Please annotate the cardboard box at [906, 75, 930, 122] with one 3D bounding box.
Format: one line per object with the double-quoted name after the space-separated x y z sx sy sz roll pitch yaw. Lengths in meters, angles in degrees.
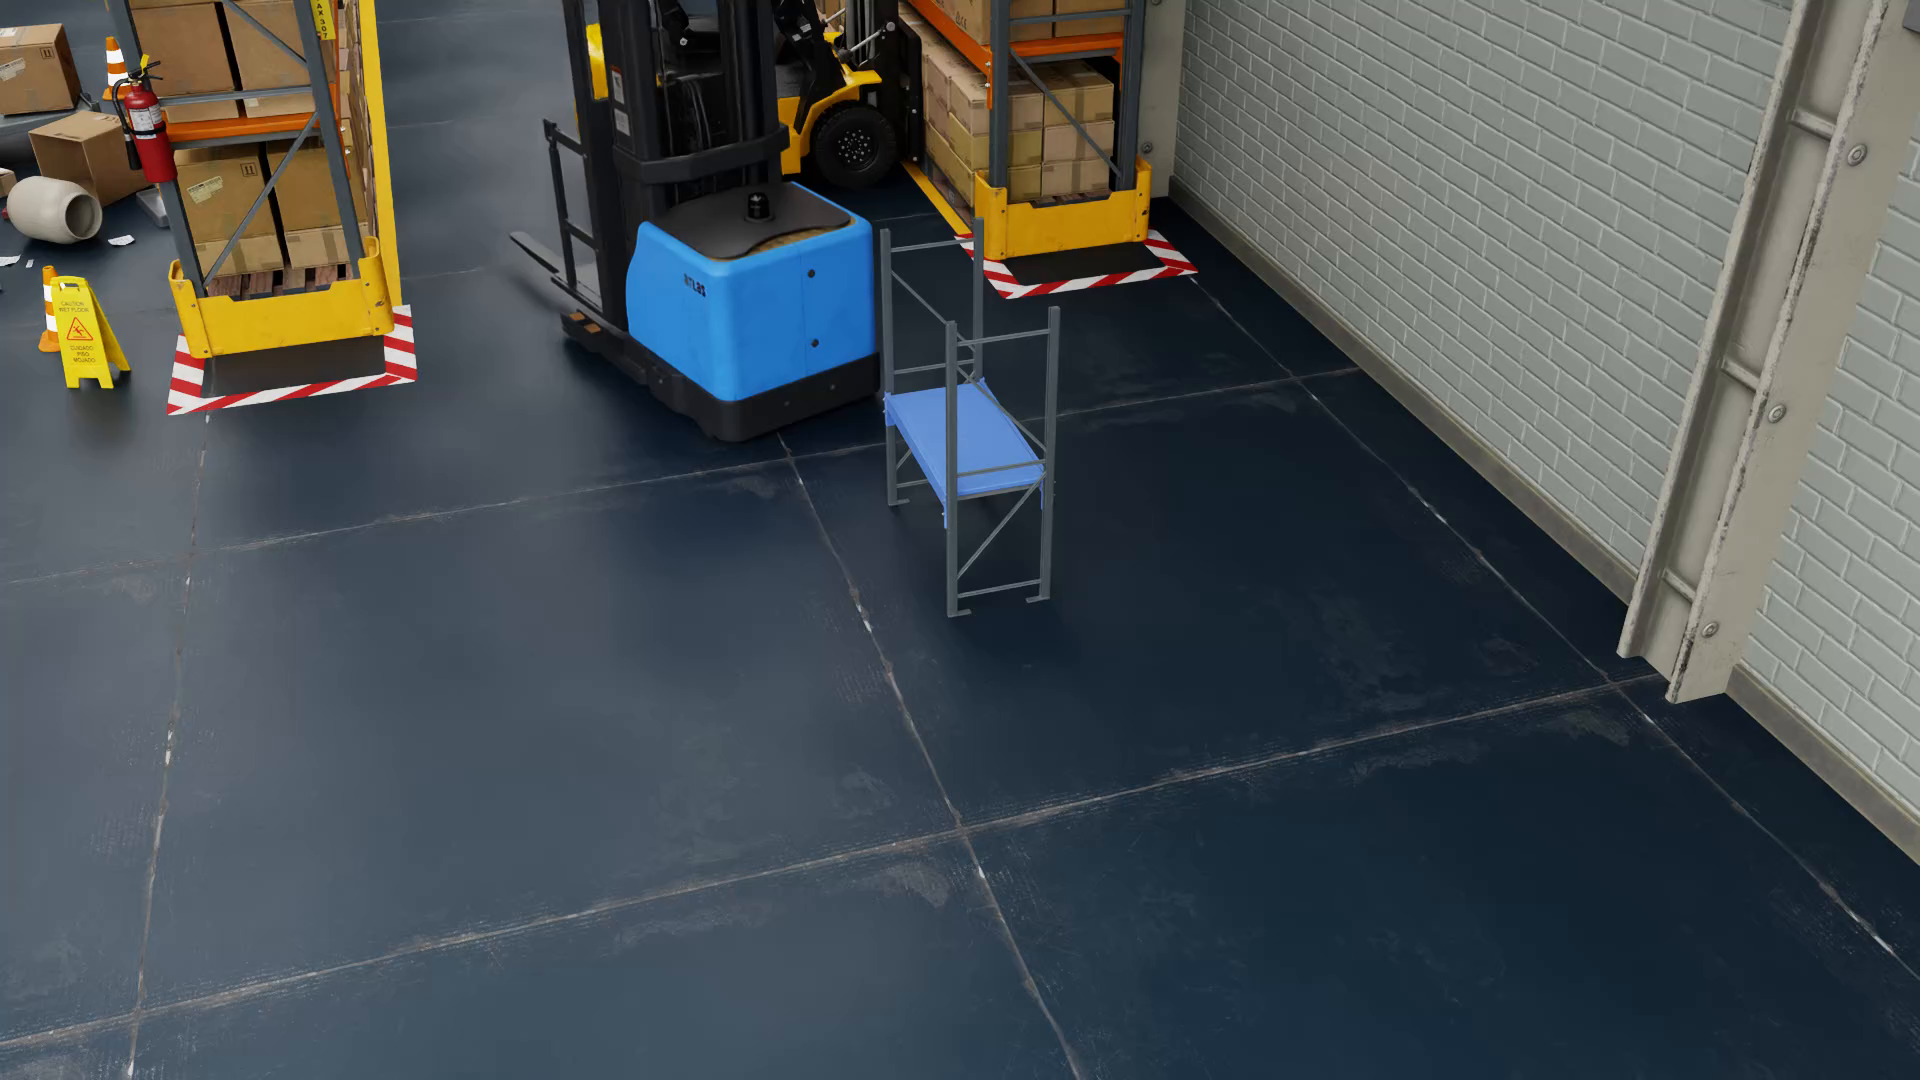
-0.082 -3.278 12.150 0.500 0.250 0.500 -11 35 -16 "cardboard box"

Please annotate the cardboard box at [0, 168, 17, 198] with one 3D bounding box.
-7.057 -2.640 12.004 0.396 0.266 0.258 19 38 26 "cardboard box"

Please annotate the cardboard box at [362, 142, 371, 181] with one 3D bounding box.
-4.351 -2.521 11.457 0.500 0.250 0.500 -8 34 -12 "cardboard box"

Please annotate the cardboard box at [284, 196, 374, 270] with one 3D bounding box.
-4.024 -1.967 10.619 0.500 0.250 0.500 -10 35 -15 "cardboard box"

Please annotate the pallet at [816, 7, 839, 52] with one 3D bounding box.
-0.798 -4.623 15.054 1.003 0.211 1.213 -10 35 -15 "pallet"

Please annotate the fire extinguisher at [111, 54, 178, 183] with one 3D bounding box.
-4.445 -2.299 9.079 0.296 0.674 0.183 -10 35 -15 "fire extinguisher"

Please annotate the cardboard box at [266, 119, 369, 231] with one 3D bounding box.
-4.032 -2.292 10.431 0.500 0.500 0.500 -11 35 -16 "cardboard box"

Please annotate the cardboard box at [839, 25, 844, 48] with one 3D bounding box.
-0.703 -4.124 13.884 0.500 0.250 0.500 -10 35 -14 "cardboard box"

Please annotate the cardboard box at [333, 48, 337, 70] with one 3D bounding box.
-4.076 -3.002 10.299 0.380 0.149 0.250 -9 35 -14 "cardboard box"

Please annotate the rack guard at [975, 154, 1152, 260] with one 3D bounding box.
0.692 -2.250 11.202 1.175 0.500 0.348 -10 35 -15 "rack guard"

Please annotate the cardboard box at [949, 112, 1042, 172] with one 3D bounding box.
0.238 -2.745 11.344 0.500 0.250 0.500 -10 35 -15 "cardboard box"

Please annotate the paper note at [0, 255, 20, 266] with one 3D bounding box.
-6.342 -1.858 11.045 0.148 0.019 0.142 1 33 2 "paper note"

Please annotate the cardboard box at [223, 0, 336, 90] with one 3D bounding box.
-3.922 -2.930 9.603 0.500 0.500 0.500 -11 35 -15 "cardboard box"

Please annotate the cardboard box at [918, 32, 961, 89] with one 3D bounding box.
-0.078 -3.471 11.988 0.500 0.250 0.500 -10 35 -14 "cardboard box"

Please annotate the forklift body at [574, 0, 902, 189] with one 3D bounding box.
-1.631 -3.640 11.808 2.313 2.155 1.214 -10 35 -15 "forklift body"

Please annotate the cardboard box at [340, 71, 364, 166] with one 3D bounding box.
-4.341 -2.831 11.246 0.500 0.500 0.500 -9 35 -14 "cardboard box"

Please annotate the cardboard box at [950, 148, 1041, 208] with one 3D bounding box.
0.240 -2.527 11.467 0.500 0.250 0.500 -10 35 -14 "cardboard box"

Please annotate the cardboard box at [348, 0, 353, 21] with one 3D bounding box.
-5.860 -4.665 14.591 0.950 0.372 0.625 -9 34 -13 "cardboard box"

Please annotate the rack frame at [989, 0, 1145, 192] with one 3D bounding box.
0.684 -3.306 10.532 1.000 3.000 0.127 -10 35 -15 "rack frame"

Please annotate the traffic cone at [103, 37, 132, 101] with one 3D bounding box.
-6.973 -3.926 13.772 0.336 0.463 0.334 -10 35 -15 "traffic cone"

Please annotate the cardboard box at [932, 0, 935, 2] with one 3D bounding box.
-0.022 -4.105 11.650 0.500 0.500 0.500 -11 35 -16 "cardboard box"

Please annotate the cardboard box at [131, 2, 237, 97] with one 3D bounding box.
-4.469 -2.874 9.517 0.500 0.500 0.500 -11 35 -16 "cardboard box"

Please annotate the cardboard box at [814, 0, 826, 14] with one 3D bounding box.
-0.935 -5.271 15.279 0.875 0.625 0.625 -10 35 -15 "cardboard box"

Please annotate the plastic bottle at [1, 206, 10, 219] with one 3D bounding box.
-6.654 -2.350 11.751 0.133 0.061 0.283 -4 34 -6 "plastic bottle"

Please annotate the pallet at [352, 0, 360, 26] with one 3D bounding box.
-6.245 -5.095 15.770 1.003 0.211 1.213 -10 35 -15 "pallet"

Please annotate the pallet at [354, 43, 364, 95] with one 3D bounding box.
-5.501 -3.814 13.831 1.003 0.211 1.213 -10 35 -15 "pallet"

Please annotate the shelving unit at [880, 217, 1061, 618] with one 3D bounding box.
0.026 -0.581 7.769 0.538 1.500 1.048 -10 35 -15 "shelving unit"

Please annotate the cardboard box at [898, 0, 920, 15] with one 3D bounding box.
-0.378 -4.015 12.811 0.500 0.250 0.500 -9 34 -13 "cardboard box"

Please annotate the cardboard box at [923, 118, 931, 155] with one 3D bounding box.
-0.046 -3.054 12.264 0.500 0.250 0.500 -10 35 -14 "cardboard box"

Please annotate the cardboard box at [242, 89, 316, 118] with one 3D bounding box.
-3.948 -2.577 9.658 0.380 0.149 0.250 -10 35 -15 "cardboard box"

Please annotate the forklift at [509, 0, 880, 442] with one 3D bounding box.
-1.755 -2.499 9.374 1.130 2.935 3.031 -23 40 -31 "forklift"

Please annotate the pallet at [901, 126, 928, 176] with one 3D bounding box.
0.043 -3.176 12.865 1.003 0.211 1.213 -10 35 -15 "pallet"

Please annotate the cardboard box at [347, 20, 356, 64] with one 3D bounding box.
-5.424 -3.923 13.469 0.950 0.372 0.625 -10 35 -14 "cardboard box"

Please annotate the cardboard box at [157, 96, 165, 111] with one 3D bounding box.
-4.542 -2.639 9.751 0.380 0.149 0.250 -10 35 -15 "cardboard box"

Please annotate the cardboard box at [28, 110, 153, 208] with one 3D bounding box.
-6.231 -2.736 11.935 0.500 0.500 0.500 13 36 18 "cardboard box"

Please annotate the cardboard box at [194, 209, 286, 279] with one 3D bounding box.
-4.552 -1.889 10.501 0.500 0.250 0.500 -10 35 -15 "cardboard box"

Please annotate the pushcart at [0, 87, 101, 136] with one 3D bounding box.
-7.418 -3.066 12.547 1.648 0.377 0.936 -23 40 -31 "pushcart"

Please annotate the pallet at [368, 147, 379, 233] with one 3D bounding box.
-4.647 -2.417 11.717 1.003 0.211 1.213 -10 35 -15 "pallet"

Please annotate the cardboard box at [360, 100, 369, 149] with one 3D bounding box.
-4.653 -3.054 12.264 0.500 0.250 0.500 -11 35 -16 "cardboard box"

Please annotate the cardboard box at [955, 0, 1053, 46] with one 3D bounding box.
0.284 -3.562 10.829 0.500 0.500 0.500 -11 35 -16 "cardboard box"

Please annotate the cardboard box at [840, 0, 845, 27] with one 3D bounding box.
-0.682 -4.337 13.752 0.500 0.250 0.500 -10 35 -15 "cardboard box"

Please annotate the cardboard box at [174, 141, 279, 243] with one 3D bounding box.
-4.534 -2.187 10.271 0.500 0.500 0.500 -10 35 -14 "cardboard box"

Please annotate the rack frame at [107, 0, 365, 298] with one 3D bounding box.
-4.042 -2.469 9.266 1.000 3.000 0.127 -10 35 -15 "rack frame"

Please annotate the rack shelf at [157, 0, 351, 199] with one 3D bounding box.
-4.652 -3.219 11.053 1.077 0.370 4.000 -10 35 -15 "rack shelf"

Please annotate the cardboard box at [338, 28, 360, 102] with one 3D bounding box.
-4.669 -3.378 12.074 0.500 0.500 0.500 -9 35 -14 "cardboard box"

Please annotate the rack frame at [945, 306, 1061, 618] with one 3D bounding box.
0.181 -0.314 7.365 0.500 1.500 0.032 -10 35 -15 "rack frame"

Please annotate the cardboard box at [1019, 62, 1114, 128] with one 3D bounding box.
0.718 -3.035 11.329 0.500 0.250 0.500 -11 35 -15 "cardboard box"

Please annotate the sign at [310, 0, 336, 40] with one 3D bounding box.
-3.525 -2.922 9.165 0.100 0.325 0.005 -10 35 -15 "sign"

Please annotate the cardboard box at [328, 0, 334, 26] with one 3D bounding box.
-4.240 -3.469 10.418 0.500 0.500 0.500 -11 35 -16 "cardboard box"

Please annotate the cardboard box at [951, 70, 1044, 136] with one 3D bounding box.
0.247 -2.940 11.185 0.500 0.250 0.500 -9 34 -13 "cardboard box"

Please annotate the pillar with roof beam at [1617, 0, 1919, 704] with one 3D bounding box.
-0.939 -2.452 3.798 9.100 9.000 0.400 -10 35 -15 "pillar with roof beam"
